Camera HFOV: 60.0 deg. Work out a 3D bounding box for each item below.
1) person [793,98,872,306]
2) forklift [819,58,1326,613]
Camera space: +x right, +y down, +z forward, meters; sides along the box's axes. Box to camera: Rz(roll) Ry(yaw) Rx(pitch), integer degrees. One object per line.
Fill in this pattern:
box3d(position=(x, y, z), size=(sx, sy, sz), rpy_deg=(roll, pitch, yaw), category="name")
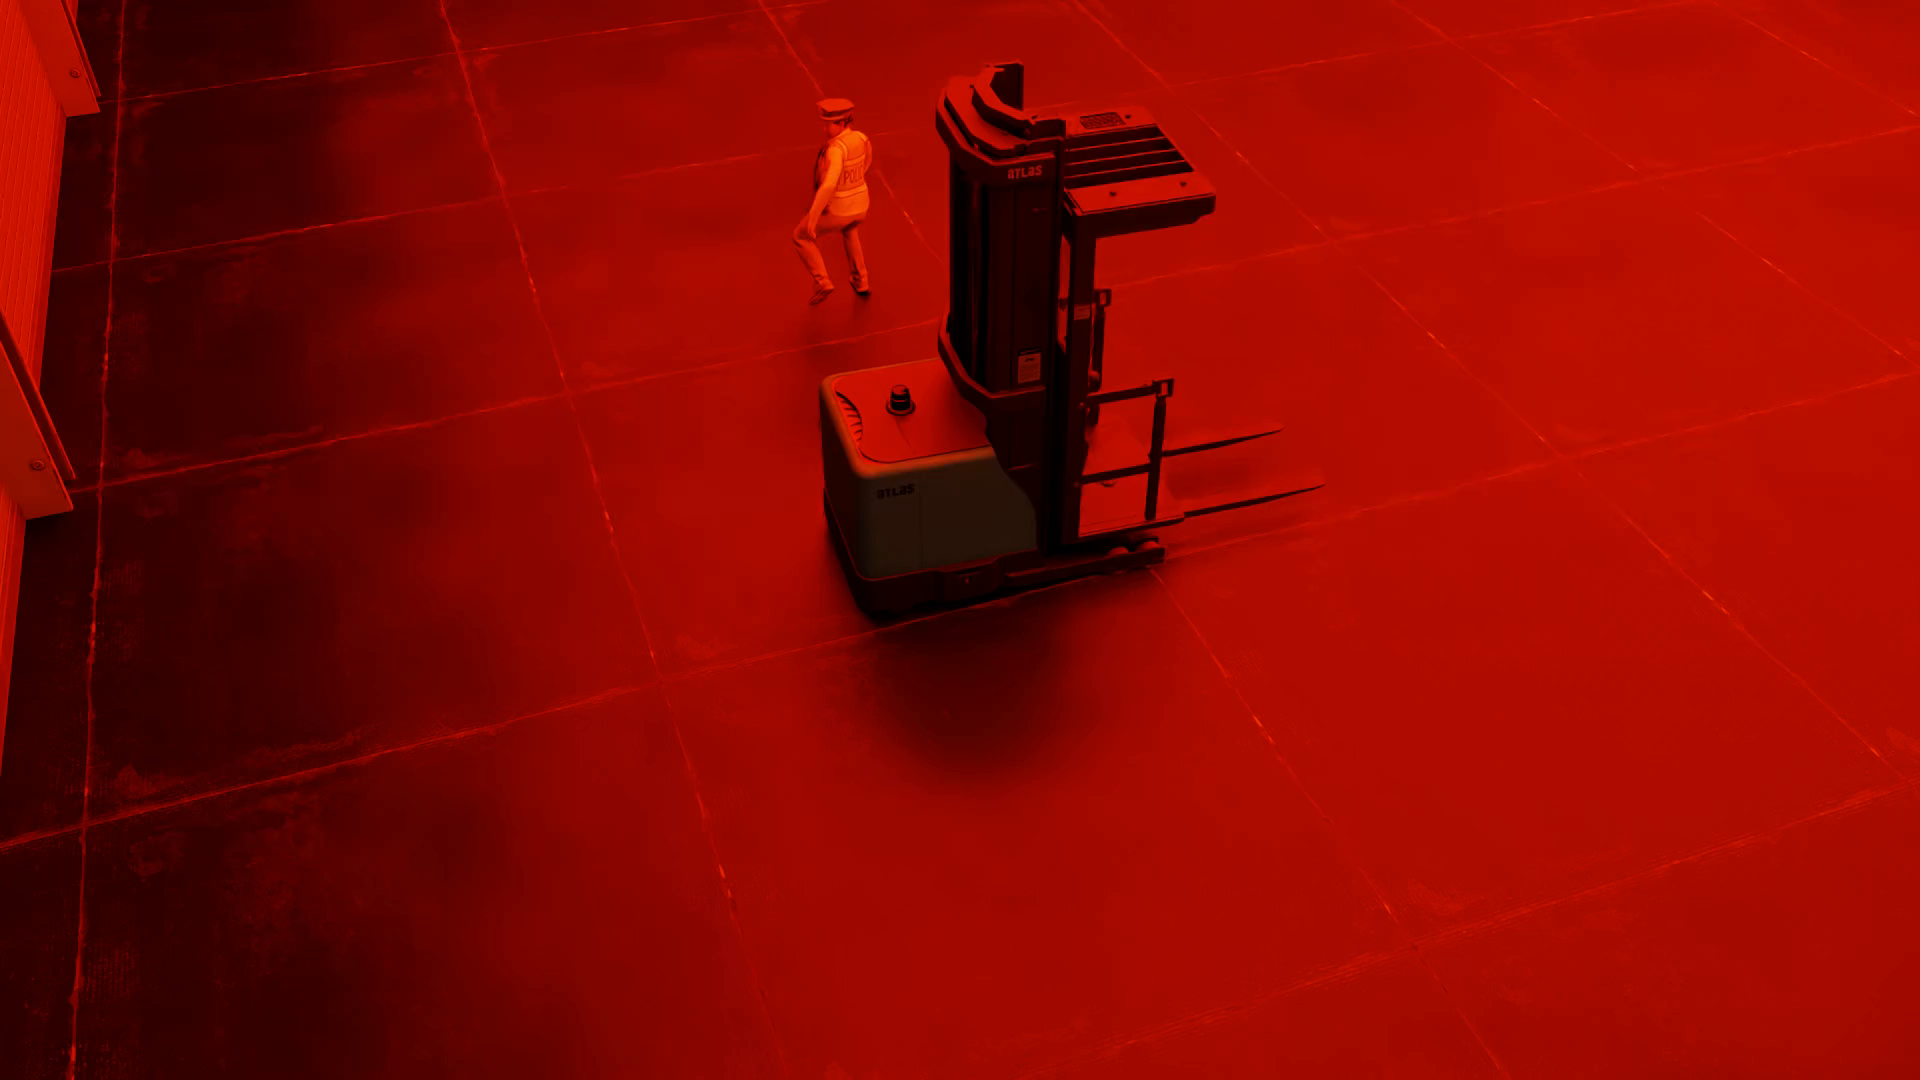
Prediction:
box3d(position=(-0.893, -2.413, 11.965), size=(0.516, 1.561, 0.804), rpy_deg=(33, 50, 33), category="person")
box3d(position=(0.734, -1.234, 9.466), size=(3.031, 2.935, 1.130), rpy_deg=(-11, 41, -13), category="forklift")
